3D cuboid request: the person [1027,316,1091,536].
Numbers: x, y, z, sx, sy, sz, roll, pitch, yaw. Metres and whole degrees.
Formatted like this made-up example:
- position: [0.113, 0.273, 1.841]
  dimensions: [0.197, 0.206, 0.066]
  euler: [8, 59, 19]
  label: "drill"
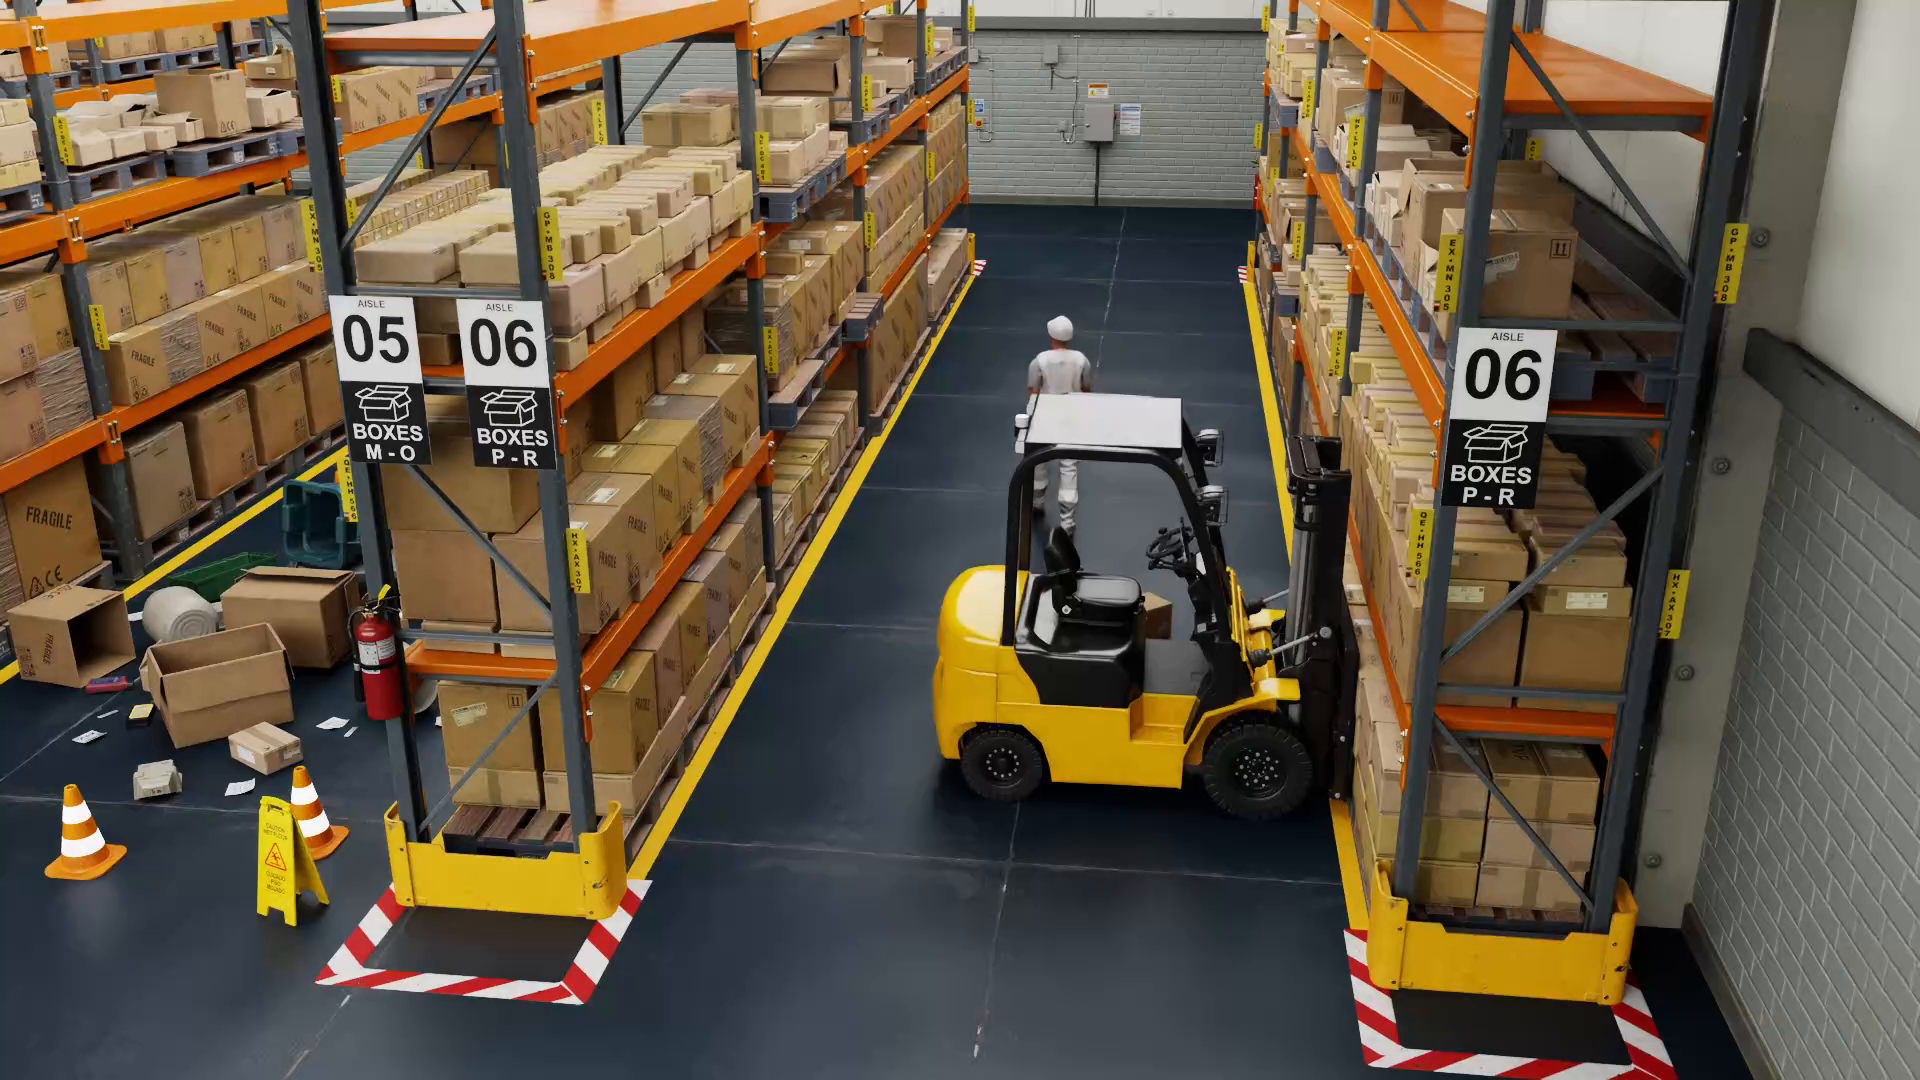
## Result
- position: [0.795, -0.990, 13.587]
  dimensions: [0.524, 1.755, 0.960]
  euler: [0, 21, -1]
  label: "person"
